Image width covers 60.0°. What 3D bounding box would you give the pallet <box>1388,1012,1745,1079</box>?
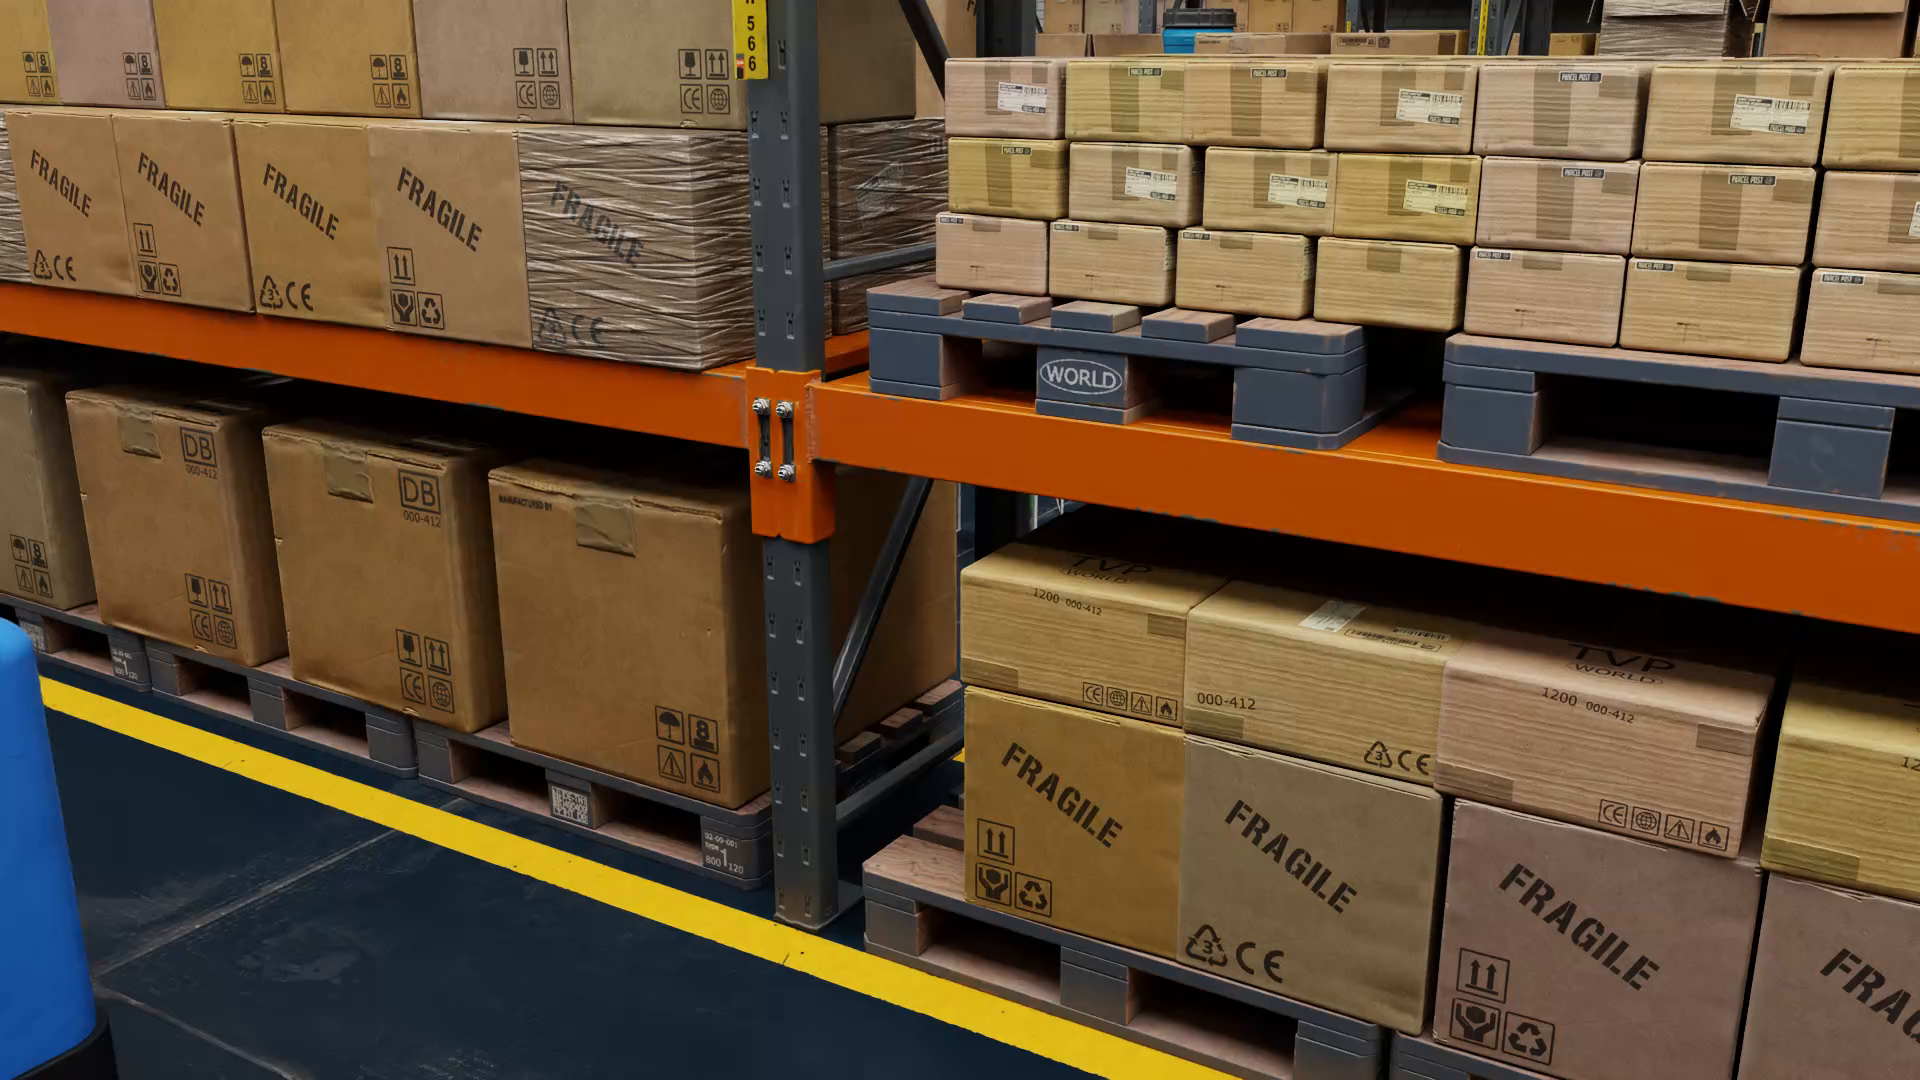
[{"bbox_3d":[1.577,0.989,3.264,1.213,0.211,1.003,10,20,30],"label":"pallet"}]

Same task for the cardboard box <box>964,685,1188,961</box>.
[{"bbox_3d":[0.346,0.515,3.603,0.500,0.500,0.500,9,19,28],"label":"cardboard box"}]

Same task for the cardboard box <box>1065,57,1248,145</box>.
[{"bbox_3d":[0.399,-0.858,3.230,0.250,0.149,0.380,10,19,29],"label":"cardboard box"}]

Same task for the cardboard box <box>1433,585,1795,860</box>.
[{"bbox_3d":[1.185,0.306,3.001,0.500,0.250,0.500,10,20,30],"label":"cardboard box"}]

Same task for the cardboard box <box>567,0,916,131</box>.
[{"bbox_3d":[-0.501,-1.248,3.936,0.500,0.500,0.700,10,20,30],"label":"cardboard box"}]

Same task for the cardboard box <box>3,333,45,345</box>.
[{"bbox_3d":[-4.031,-0.556,6.485,0.875,0.875,0.875,10,20,31],"label":"cardboard box"}]

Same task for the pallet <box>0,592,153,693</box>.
[{"bbox_3d":[-2.835,0.174,5.946,1.213,0.211,1.003,10,20,30],"label":"pallet"}]

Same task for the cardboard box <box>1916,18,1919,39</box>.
[{"bbox_3d":[11.046,-5.888,19.096,0.500,0.250,0.500,10,19,29],"label":"cardboard box"}]

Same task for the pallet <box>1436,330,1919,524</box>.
[{"bbox_3d":[1.585,-0.268,2.933,1.213,0.211,1.003,10,20,30],"label":"pallet"}]

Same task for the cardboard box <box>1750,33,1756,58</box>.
[{"bbox_3d":[9.439,-5.950,20.379,0.500,0.500,0.700,8,19,25],"label":"cardboard box"}]

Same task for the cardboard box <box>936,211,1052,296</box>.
[{"bbox_3d":[0.152,-0.613,3.450,0.250,0.149,0.380,10,19,29],"label":"cardboard box"}]

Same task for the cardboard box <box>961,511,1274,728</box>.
[{"bbox_3d":[0.337,0.150,3.513,0.500,0.250,0.500,9,19,28],"label":"cardboard box"}]

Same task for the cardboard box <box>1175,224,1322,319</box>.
[{"bbox_3d":[0.611,-0.532,3.180,0.250,0.149,0.380,11,20,33],"label":"cardboard box"}]

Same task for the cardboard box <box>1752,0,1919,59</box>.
[{"bbox_3d":[3.727,-2.177,6.988,0.637,0.503,0.797,11,20,31],"label":"cardboard box"}]

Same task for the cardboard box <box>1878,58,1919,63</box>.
[{"bbox_3d":[1.856,-0.818,3.100,0.250,0.149,0.380,11,20,32],"label":"cardboard box"}]

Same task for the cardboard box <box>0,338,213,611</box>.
[{"bbox_3d":[-2.956,-0.312,5.894,0.750,0.750,1.050,10,20,30],"label":"cardboard box"}]

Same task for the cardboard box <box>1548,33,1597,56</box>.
[{"bbox_3d":[7.815,-6.238,21.328,0.500,0.500,0.700,13,21,36],"label":"cardboard box"}]

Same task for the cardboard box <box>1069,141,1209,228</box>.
[{"bbox_3d":[0.416,-0.710,3.255,0.250,0.149,0.380,11,20,33],"label":"cardboard box"}]

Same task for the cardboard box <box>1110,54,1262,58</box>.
[{"bbox_3d":[0.534,-1.055,3.880,0.250,0.149,0.380,9,19,28],"label":"cardboard box"}]

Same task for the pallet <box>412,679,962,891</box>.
[{"bbox_3d":[-0.756,0.545,4.724,1.213,0.211,1.003,10,20,30],"label":"pallet"}]

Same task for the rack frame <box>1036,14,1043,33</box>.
[{"bbox_3d":[0.929,-5.534,19.937,0.127,3.000,1.000,10,20,30],"label":"rack frame"}]

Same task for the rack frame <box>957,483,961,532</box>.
[{"bbox_3d":[-0.067,-0.586,6.746,0.015,1.200,0.240,10,20,30],"label":"rack frame"}]

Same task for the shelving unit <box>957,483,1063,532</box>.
[{"bbox_3d":[0.141,-0.549,6.624,0.503,1.200,0.258,10,20,30],"label":"shelving unit"}]

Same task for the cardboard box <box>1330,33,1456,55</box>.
[{"bbox_3d":[2.077,-2.185,8.018,0.500,0.500,0.500,8,18,23],"label":"cardboard box"}]

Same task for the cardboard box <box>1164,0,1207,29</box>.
[{"bbox_3d":[2.673,-5.889,18.702,0.500,0.500,0.700,10,20,30],"label":"cardboard box"}]

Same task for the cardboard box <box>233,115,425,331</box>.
[{"bbox_3d":[-1.498,-0.853,4.356,0.500,0.500,0.500,10,19,29],"label":"cardboard box"}]

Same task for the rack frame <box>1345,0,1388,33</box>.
[{"bbox_3d":[4.337,-4.925,17.934,0.127,3.000,1.000,10,20,30],"label":"rack frame"}]

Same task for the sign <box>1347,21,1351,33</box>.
[{"bbox_3d":[4.048,-5.240,17.344,0.005,0.325,0.100,10,20,30],"label":"sign"}]

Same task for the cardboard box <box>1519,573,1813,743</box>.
[{"bbox_3d":[1.457,0.180,3.416,0.500,0.250,0.500,11,20,31],"label":"cardboard box"}]

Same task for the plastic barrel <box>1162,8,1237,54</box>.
[{"bbox_3d":[1.913,-3.805,13.384,0.708,0.901,0.600,10,20,30],"label":"plastic barrel"}]

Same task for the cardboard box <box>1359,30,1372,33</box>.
[{"bbox_3d":[5.510,-6.598,22.376,0.500,0.500,0.500,9,19,28],"label":"cardboard box"}]

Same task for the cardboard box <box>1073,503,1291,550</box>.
[{"bbox_3d":[0.596,0.025,3.927,0.500,0.250,0.500,10,19,29],"label":"cardboard box"}]

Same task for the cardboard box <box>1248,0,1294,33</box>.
[{"bbox_3d":[3.525,-5.736,18.200,0.500,0.500,0.700,10,20,30],"label":"cardboard box"}]

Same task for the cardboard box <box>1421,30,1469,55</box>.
[{"bbox_3d":[6.362,-6.445,21.870,0.500,0.500,0.500,10,20,30],"label":"cardboard box"}]

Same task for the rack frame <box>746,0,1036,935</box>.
[{"bbox_3d":[-0.123,-0.651,3.863,0.127,3.000,1.000,10,20,30],"label":"rack frame"}]

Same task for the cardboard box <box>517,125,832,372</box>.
[{"bbox_3d":[-0.648,-0.701,3.855,0.500,0.500,0.500,10,20,30],"label":"cardboard box"}]

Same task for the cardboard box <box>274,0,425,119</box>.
[{"bbox_3d":[-1.371,-1.402,4.443,0.500,0.500,0.700,10,19,29],"label":"cardboard box"}]

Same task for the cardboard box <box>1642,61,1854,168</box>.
[{"bbox_3d":[1.290,-0.698,2.705,0.250,0.149,0.380,11,20,32],"label":"cardboard box"}]

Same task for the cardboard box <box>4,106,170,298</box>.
[{"bbox_3d":[-2.369,-1.007,4.864,0.500,0.500,0.500,10,20,30],"label":"cardboard box"}]

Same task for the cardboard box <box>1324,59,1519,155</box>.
[{"bbox_3d":[0.831,-0.779,2.970,0.250,0.149,0.380,9,19,28],"label":"cardboard box"}]

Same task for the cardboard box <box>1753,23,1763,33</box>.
[{"bbox_3d":[9.744,-6.203,20.097,0.250,0.149,0.380,7,18,21],"label":"cardboard box"}]

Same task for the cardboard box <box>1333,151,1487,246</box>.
[{"bbox_3d":[0.860,-0.632,2.998,0.250,0.149,0.380,10,20,30],"label":"cardboard box"}]

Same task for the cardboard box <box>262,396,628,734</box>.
[{"bbox_3d":[-1.342,-0.022,4.942,0.750,0.750,1.050,10,20,31],"label":"cardboard box"}]

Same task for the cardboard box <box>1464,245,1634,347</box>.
[{"bbox_3d":[1.070,-0.451,2.915,0.250,0.149,0.380,11,20,32],"label":"cardboard box"}]

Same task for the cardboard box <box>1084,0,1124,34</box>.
[{"bbox_3d":[1.816,-6.041,19.205,0.500,0.500,0.700,10,19,29],"label":"cardboard box"}]

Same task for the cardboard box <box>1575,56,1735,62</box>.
[{"bbox_3d":[1.402,-0.899,3.365,0.250,0.149,0.380,10,20,30],"label":"cardboard box"}]

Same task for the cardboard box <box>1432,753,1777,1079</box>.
[{"bbox_3d":[1.216,0.668,3.101,0.500,0.500,0.500,10,19,29],"label":"cardboard box"}]

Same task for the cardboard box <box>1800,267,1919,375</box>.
[{"bbox_3d":[1.504,-0.372,2.656,0.250,0.149,0.380,9,19,28],"label":"cardboard box"}]

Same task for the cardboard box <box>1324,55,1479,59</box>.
[{"bbox_3d":[0.970,-0.977,3.621,0.250,0.149,0.380,11,20,32],"label":"cardboard box"}]

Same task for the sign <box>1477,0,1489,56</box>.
[{"bbox_3d":[2.282,-2.244,7.252,0.005,0.325,0.100,10,20,30],"label":"sign"}]

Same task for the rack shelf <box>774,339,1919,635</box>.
[{"bbox_3d":[1.581,-0.002,2.966,4.000,0.370,1.077,10,20,30],"label":"rack shelf"}]

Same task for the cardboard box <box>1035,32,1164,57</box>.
[{"bbox_3d":[0.675,-2.482,8.990,0.637,0.503,0.797,13,21,36],"label":"cardboard box"}]

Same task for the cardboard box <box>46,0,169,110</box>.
[{"bbox_3d":[-2.236,-1.557,4.953,0.500,0.500,0.700,10,20,31],"label":"cardboard box"}]

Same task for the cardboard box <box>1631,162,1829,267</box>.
[{"bbox_3d":[1.281,-0.555,2.745,0.250,0.149,0.380,10,20,30],"label":"cardboard box"}]
